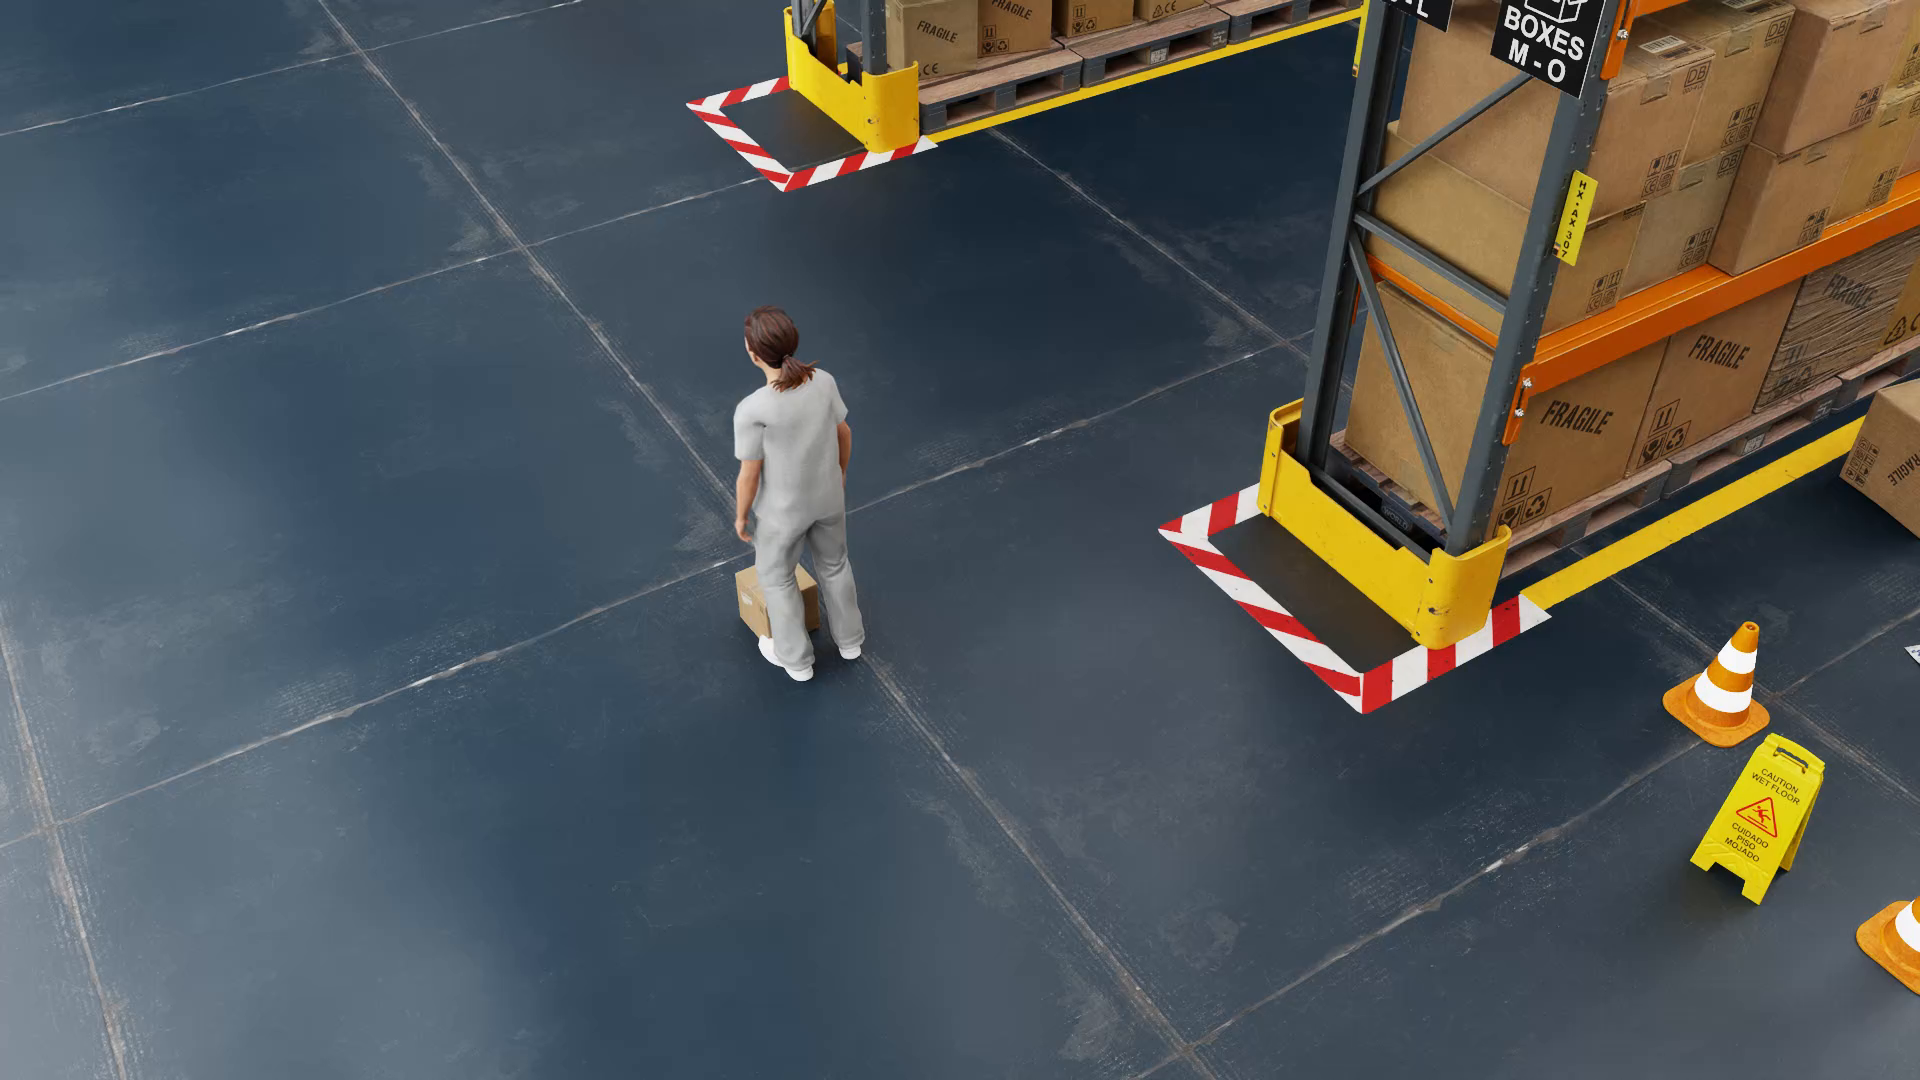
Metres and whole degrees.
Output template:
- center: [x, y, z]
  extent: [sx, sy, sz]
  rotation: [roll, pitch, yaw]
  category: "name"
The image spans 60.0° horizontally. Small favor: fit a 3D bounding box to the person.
- center: [-0.623, -0.154, 6.336]
  extent: [0.513, 1.673, 0.360]
  rotation: [-25, 47, -26]
  category: "person"
